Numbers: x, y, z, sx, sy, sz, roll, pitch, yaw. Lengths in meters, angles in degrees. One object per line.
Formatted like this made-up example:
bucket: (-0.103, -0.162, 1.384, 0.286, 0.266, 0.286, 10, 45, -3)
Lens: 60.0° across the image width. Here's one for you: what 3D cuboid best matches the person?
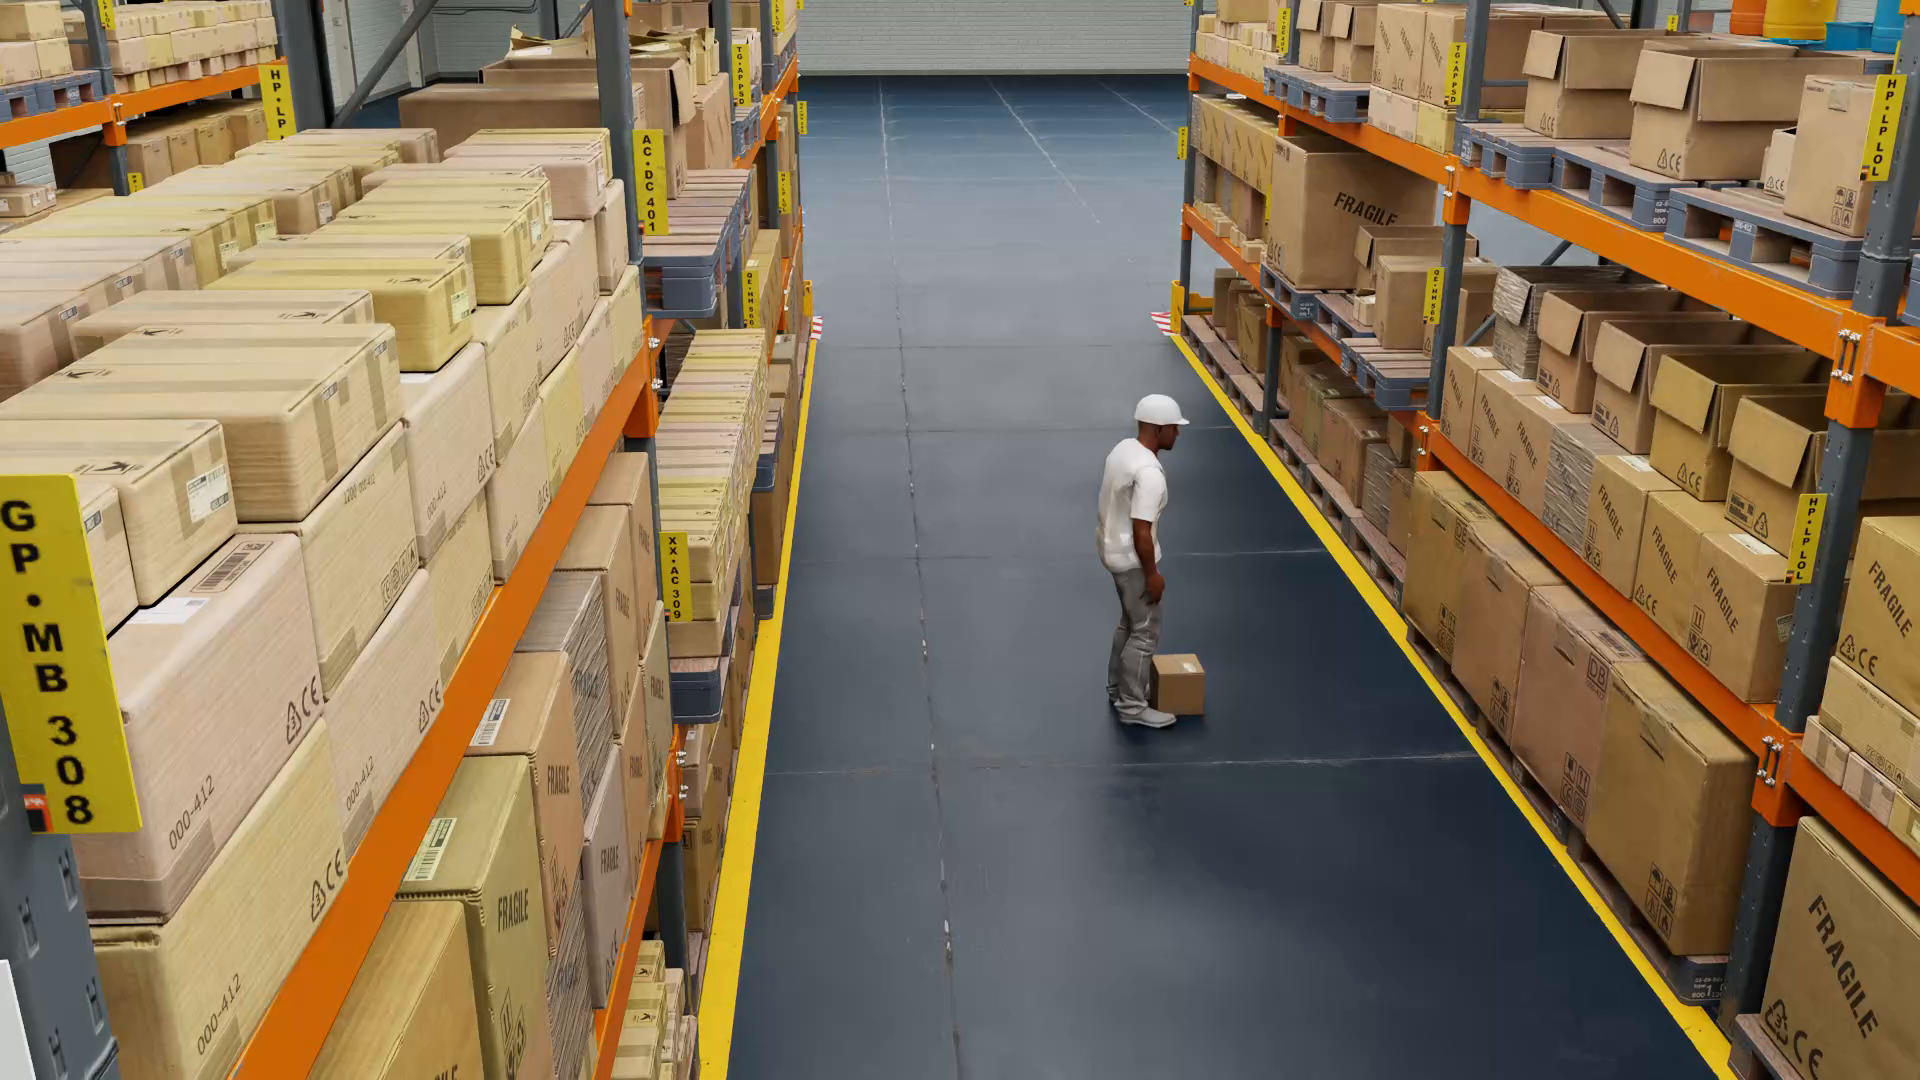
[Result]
person: (0.957, 0.092, 8.804, 0.463, 1.759, 0.626, -2, 20, -6)
